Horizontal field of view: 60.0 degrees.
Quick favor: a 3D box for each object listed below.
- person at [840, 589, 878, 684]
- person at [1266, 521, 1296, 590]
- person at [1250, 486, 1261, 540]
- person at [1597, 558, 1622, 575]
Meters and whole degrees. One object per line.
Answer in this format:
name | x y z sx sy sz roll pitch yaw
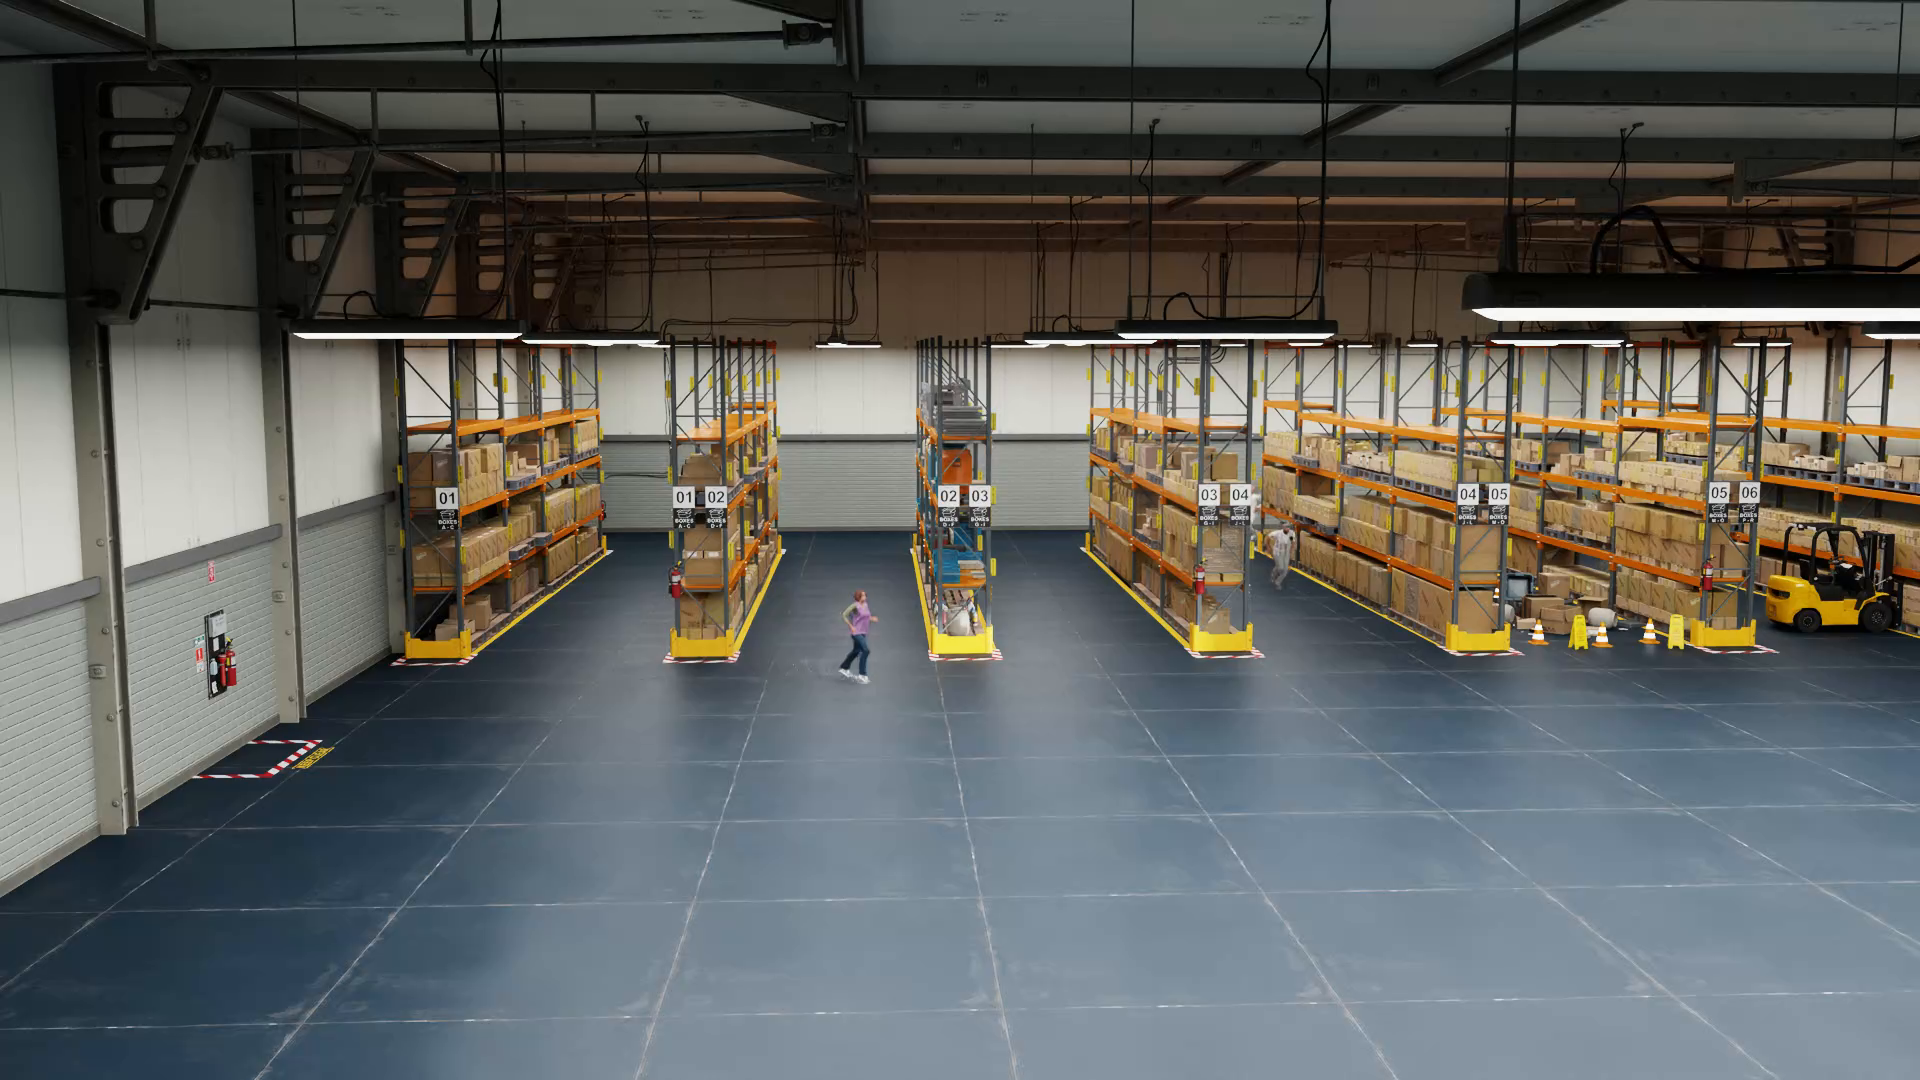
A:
person | -1.773 1.660 28.858 0.724 1.640 0.530 3 7 25
person | 7.745 0.362 39.904 0.650 1.699 0.735 -2 7 -15
person | 8.572 -0.739 49.340 0.986 1.721 0.724 -4 8 -34
person | 16.253 0.208 41.654 0.584 1.665 1.012 0 6 -3
